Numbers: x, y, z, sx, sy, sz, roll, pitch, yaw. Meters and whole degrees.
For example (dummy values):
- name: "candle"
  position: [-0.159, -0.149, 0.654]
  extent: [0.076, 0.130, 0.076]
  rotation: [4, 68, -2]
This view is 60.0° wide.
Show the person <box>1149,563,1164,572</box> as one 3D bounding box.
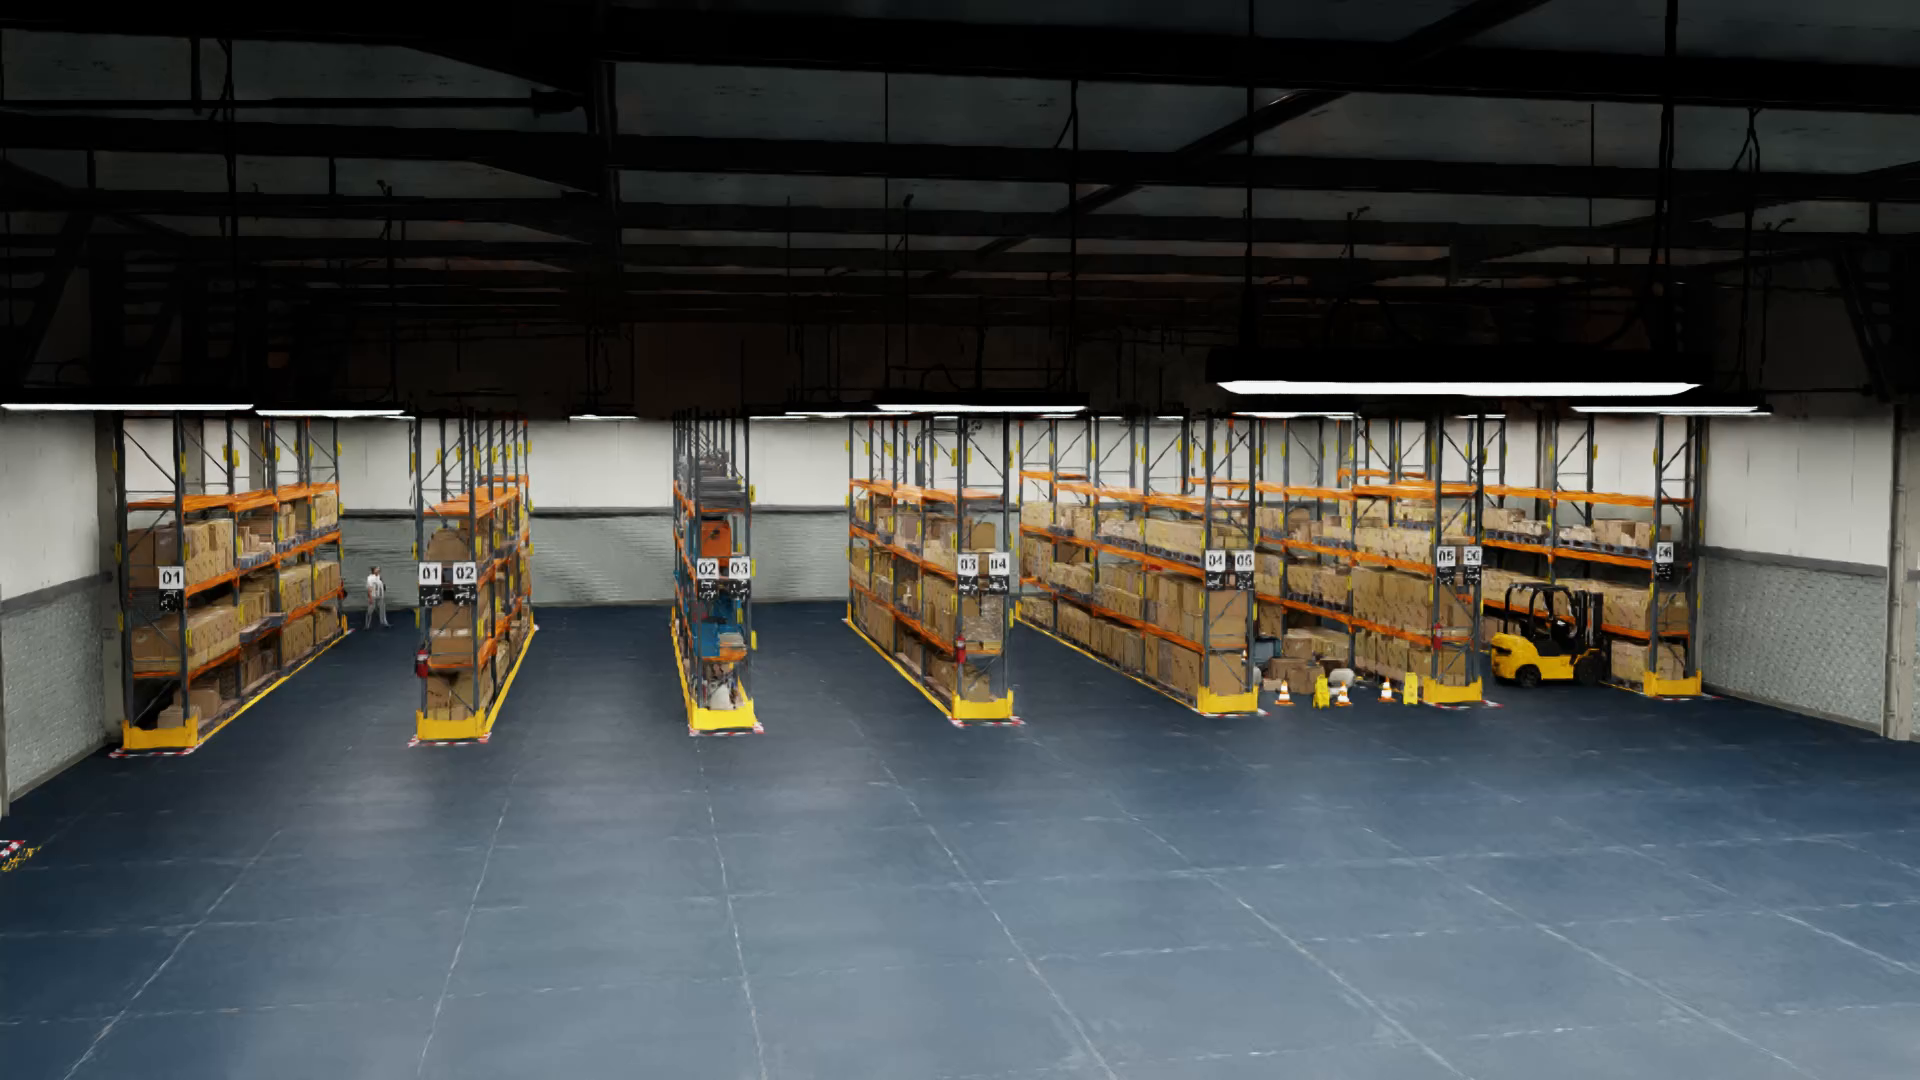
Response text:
- name: "person"
  position: [6.185, 1.178, 51.731]
  extent: [0.497, 1.718, 0.714]
  rotation: [-4, 5, -42]

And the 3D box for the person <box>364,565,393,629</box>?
- name: "person"
  position: [-16.179, 1.556, 46.098]
  extent: [0.551, 1.757, 0.748]
  rotation: [2, 4, 22]

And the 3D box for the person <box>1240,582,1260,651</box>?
- name: "person"
  position: [7.176, 1.893, 41.137]
  extent: [0.648, 1.773, 0.687]
  rotation: [1, 4, 12]
